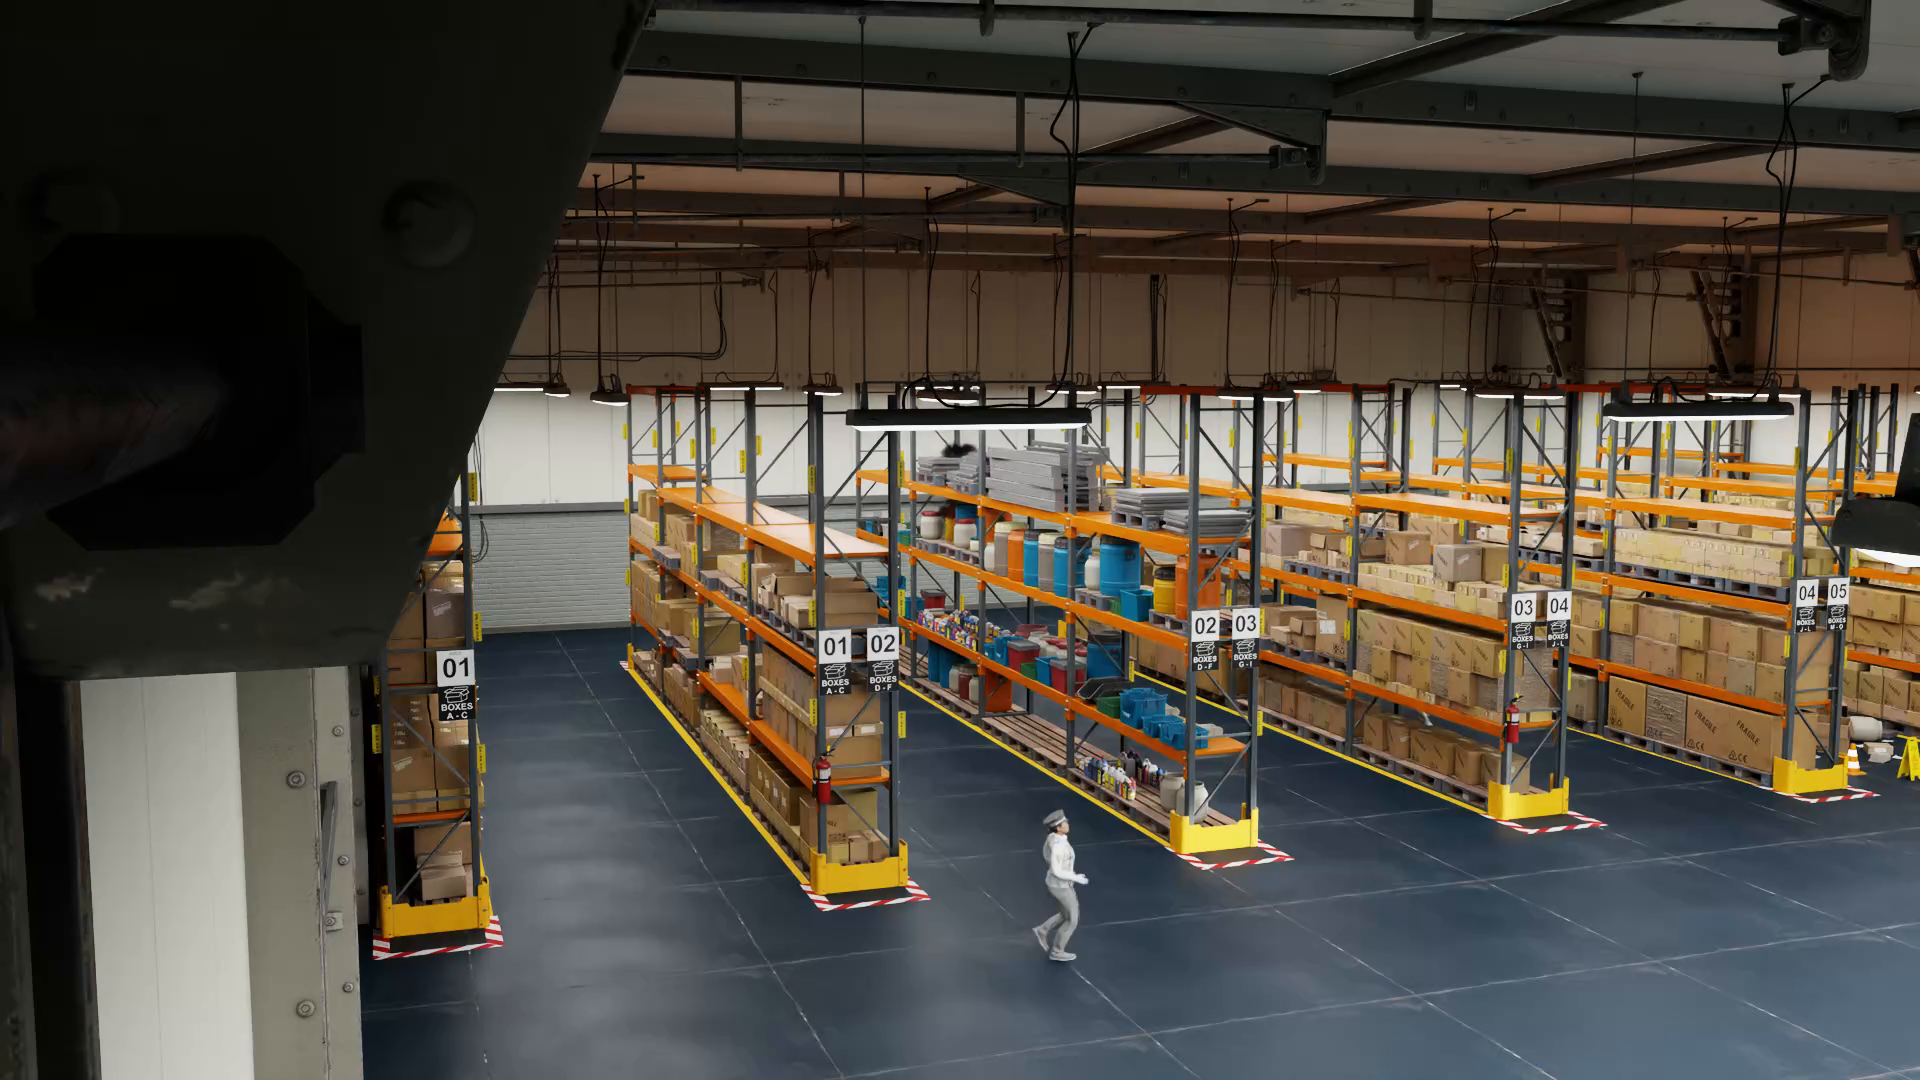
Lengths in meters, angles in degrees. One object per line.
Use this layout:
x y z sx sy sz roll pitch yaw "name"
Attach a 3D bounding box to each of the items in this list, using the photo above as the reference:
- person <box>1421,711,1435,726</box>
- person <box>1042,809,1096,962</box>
8.212 2.447 29.930 0.534 1.676 1.068 -3 7 -27 "person"
1.162 3.678 17.753 0.556 1.645 0.598 0 6 0 "person"
